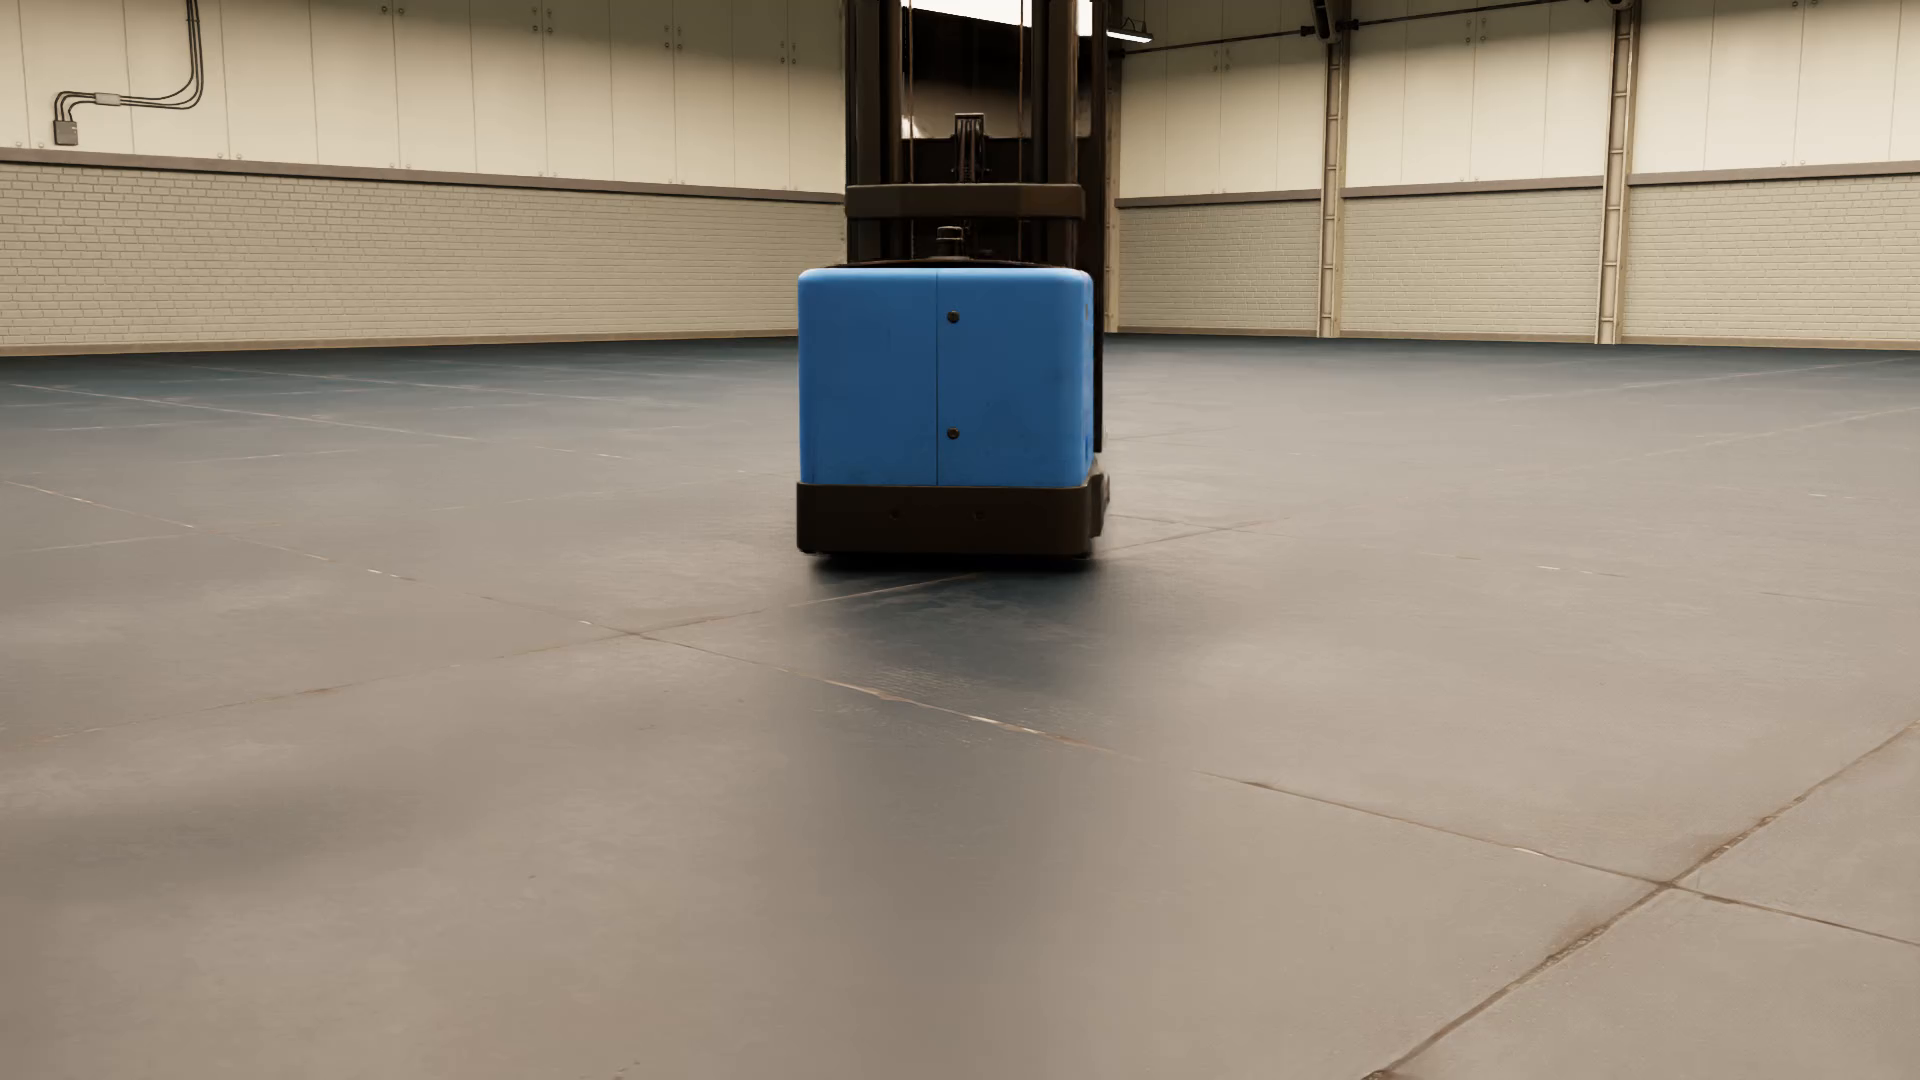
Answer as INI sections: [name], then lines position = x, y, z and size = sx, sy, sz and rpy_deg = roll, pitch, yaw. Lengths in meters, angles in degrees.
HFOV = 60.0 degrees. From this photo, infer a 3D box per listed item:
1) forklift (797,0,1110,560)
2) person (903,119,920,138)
[forklift]
position = 0.096, -1.554, 7.194
size = 1.130, 2.935, 3.031
rpy_deg = 1, 9, 7
[person]
position = -0.369, -1.203, 8.230
size = 0.762, 1.697, 0.748
rpy_deg = 6, 10, 33
